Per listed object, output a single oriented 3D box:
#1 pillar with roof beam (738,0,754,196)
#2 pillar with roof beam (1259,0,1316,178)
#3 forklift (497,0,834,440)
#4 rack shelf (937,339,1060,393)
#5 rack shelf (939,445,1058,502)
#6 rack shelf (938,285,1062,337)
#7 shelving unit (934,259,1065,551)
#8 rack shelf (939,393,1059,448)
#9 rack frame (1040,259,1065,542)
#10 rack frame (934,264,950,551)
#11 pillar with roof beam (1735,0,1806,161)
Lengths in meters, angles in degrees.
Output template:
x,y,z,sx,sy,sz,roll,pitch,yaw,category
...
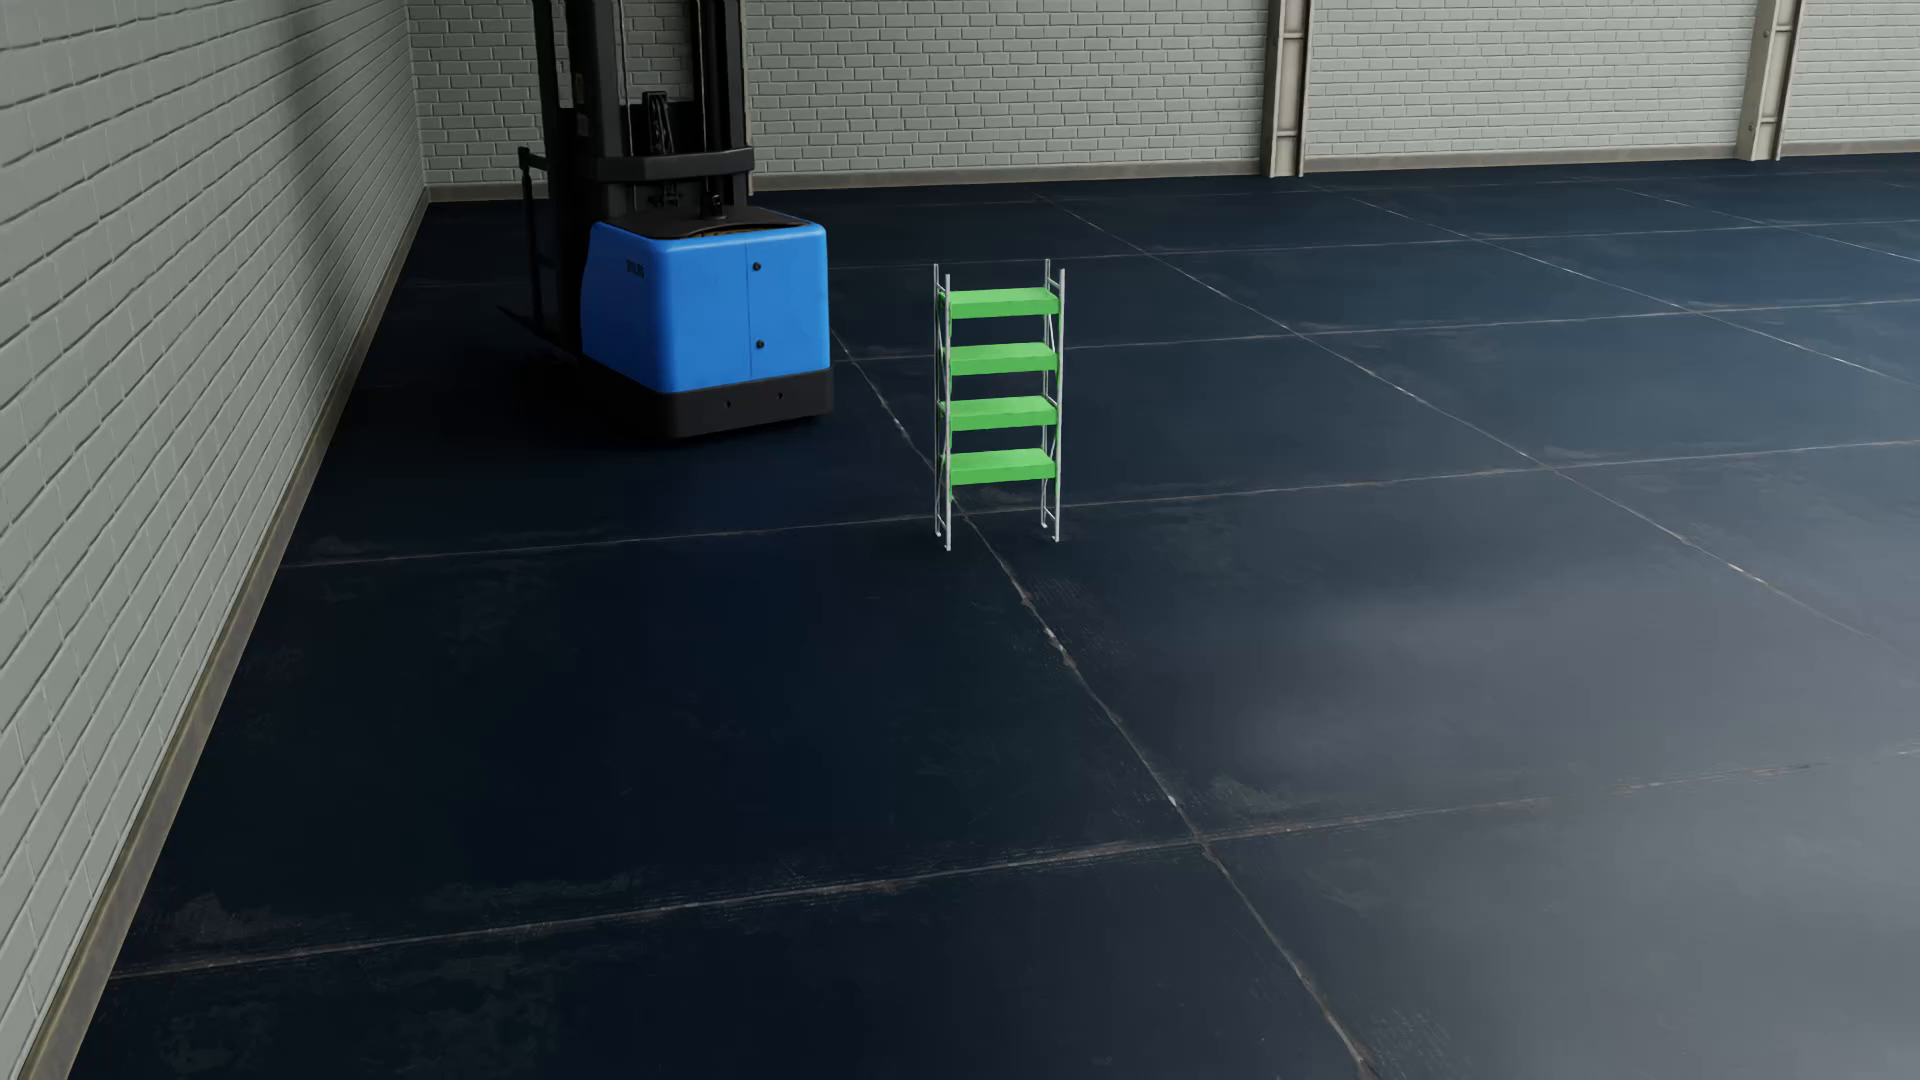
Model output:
x,y,z,sx,sy,sz,roll,pitch,yaw,category
-1.330,-6.312,11.462,0.400,9.000,9.100,-5,21,-12,pillar with roof beam
4.509,-6.786,12.758,0.400,9.000,9.100,-5,21,-12,pillar with roof beam
-1.918,-2.344,9.453,1.130,2.935,3.031,-13,24,-31,forklift
0.161,-0.742,7.083,0.480,0.148,0.258,-5,21,-12,rack shelf
0.161,-0.291,7.249,0.480,0.148,0.258,-5,21,-12,rack shelf
0.161,-0.967,7.001,0.480,0.148,0.258,-5,21,-12,rack shelf
0.161,-0.576,7.144,0.503,1.200,0.258,-5,21,-12,shelving unit
0.161,-0.516,7.166,0.480,0.148,0.258,-5,21,-12,rack shelf
0.399,-0.596,7.197,0.015,1.200,0.240,-5,21,-12,rack frame
-0.076,-0.557,7.091,0.015,1.200,0.240,-5,21,-12,rack frame
10.348,-7.261,14.055,0.400,9.000,9.100,-5,21,-12,pillar with roof beam
